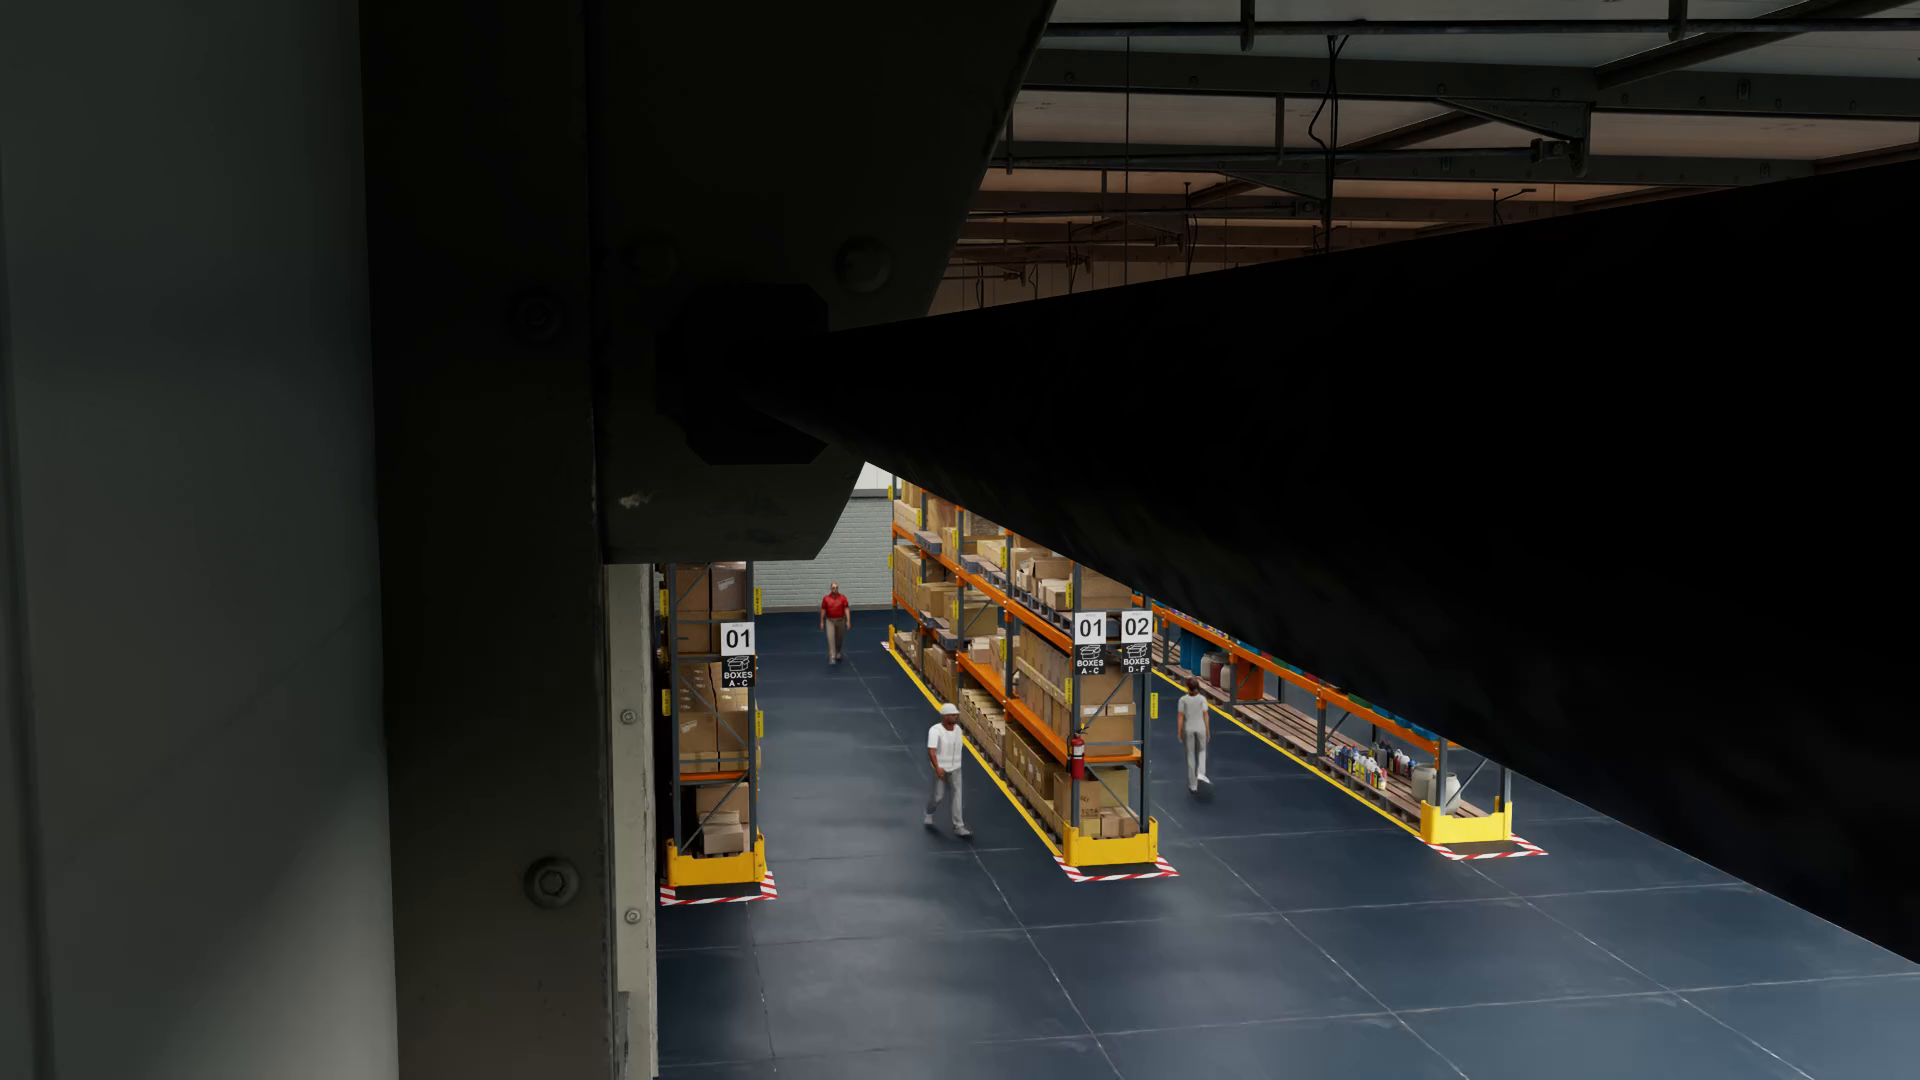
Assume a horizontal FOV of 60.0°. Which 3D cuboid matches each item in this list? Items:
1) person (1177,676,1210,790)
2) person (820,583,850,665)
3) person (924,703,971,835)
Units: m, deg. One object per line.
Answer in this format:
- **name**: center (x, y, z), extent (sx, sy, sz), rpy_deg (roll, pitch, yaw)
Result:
- **person**: center (3.448, 2.846, 24.538), extent (0.491, 1.659, 0.458), rpy_deg (0, 6, 2)
- **person**: center (-2.608, 1.727, 34.767), extent (0.610, 1.657, 1.084), rpy_deg (-1, 6, -9)
- **person**: center (-0.135, 3.067, 22.307), extent (0.635, 1.732, 0.953), rpy_deg (-5, 8, -39)
